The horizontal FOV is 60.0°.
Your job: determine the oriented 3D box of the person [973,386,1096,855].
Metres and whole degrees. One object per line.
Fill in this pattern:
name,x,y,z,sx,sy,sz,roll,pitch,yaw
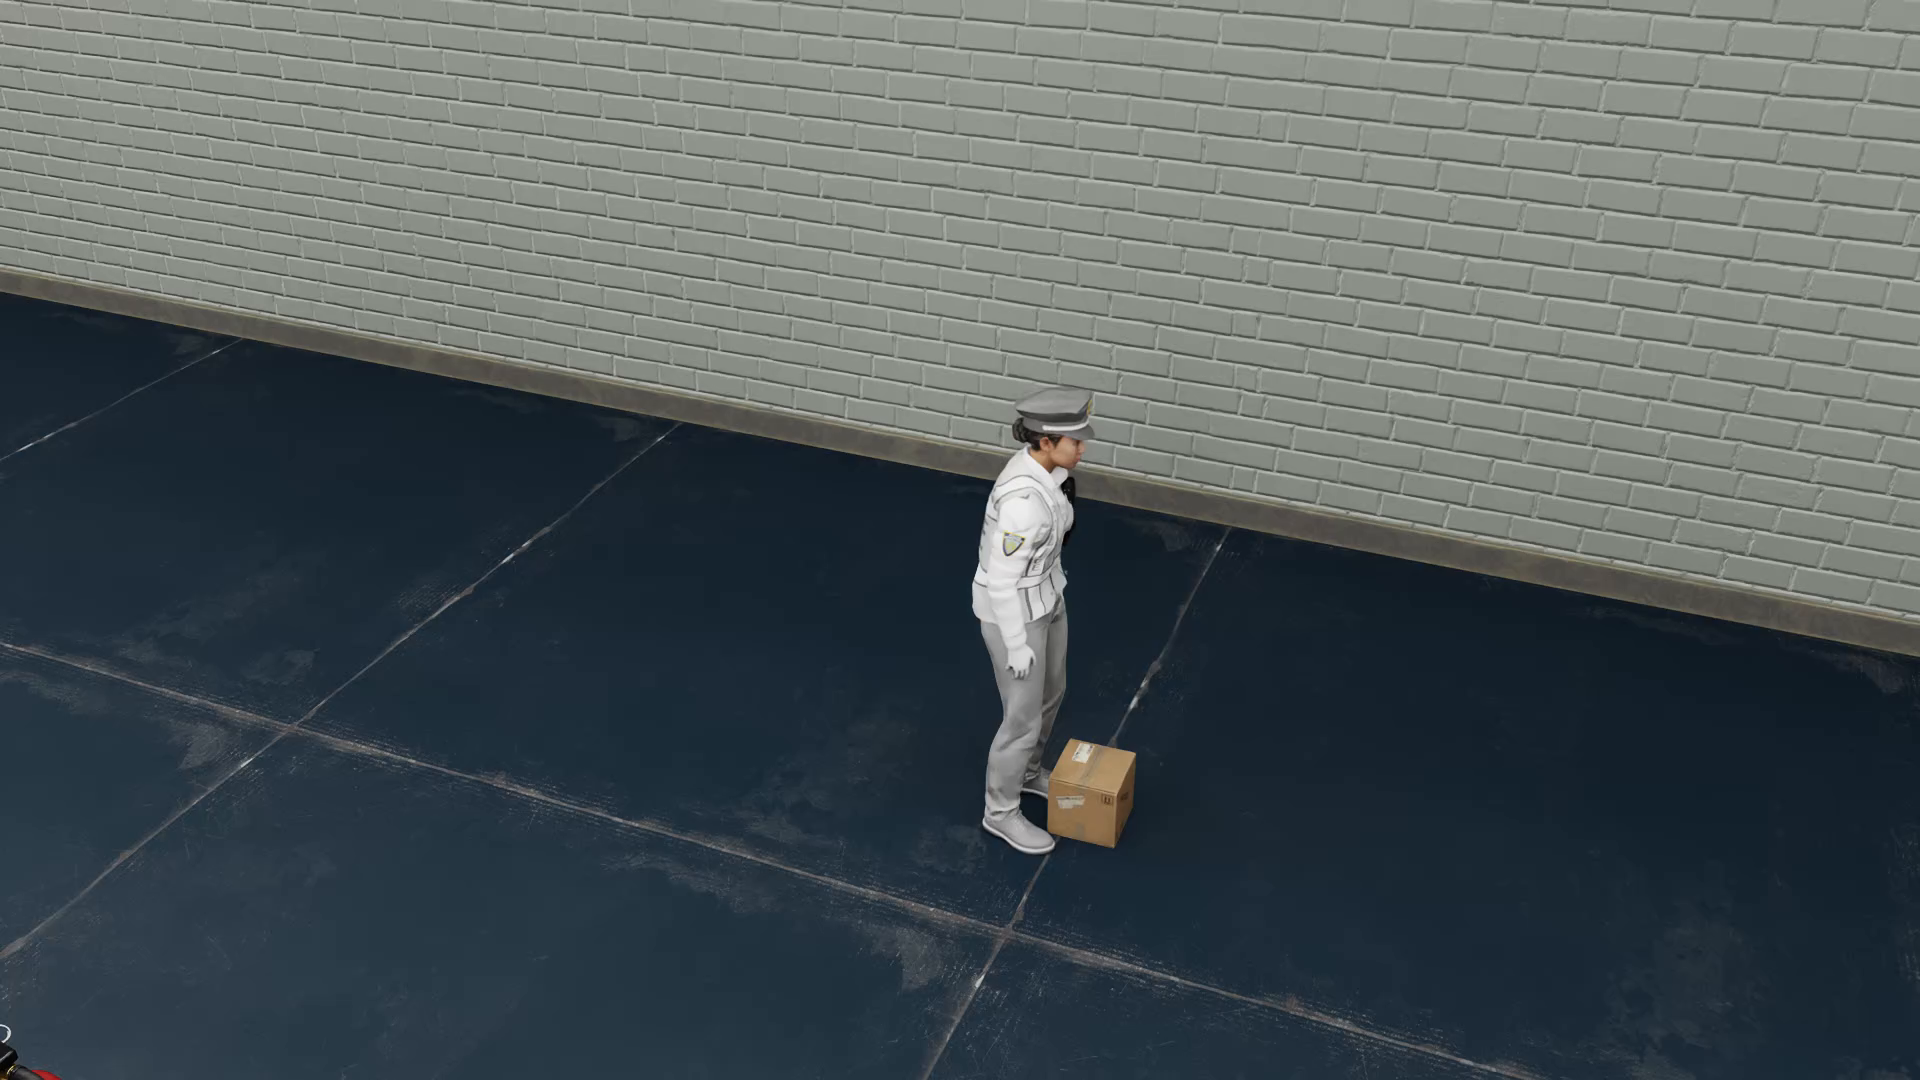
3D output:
person,0.245,0.253,5.687,0.375,1.659,0.530,10,31,17
